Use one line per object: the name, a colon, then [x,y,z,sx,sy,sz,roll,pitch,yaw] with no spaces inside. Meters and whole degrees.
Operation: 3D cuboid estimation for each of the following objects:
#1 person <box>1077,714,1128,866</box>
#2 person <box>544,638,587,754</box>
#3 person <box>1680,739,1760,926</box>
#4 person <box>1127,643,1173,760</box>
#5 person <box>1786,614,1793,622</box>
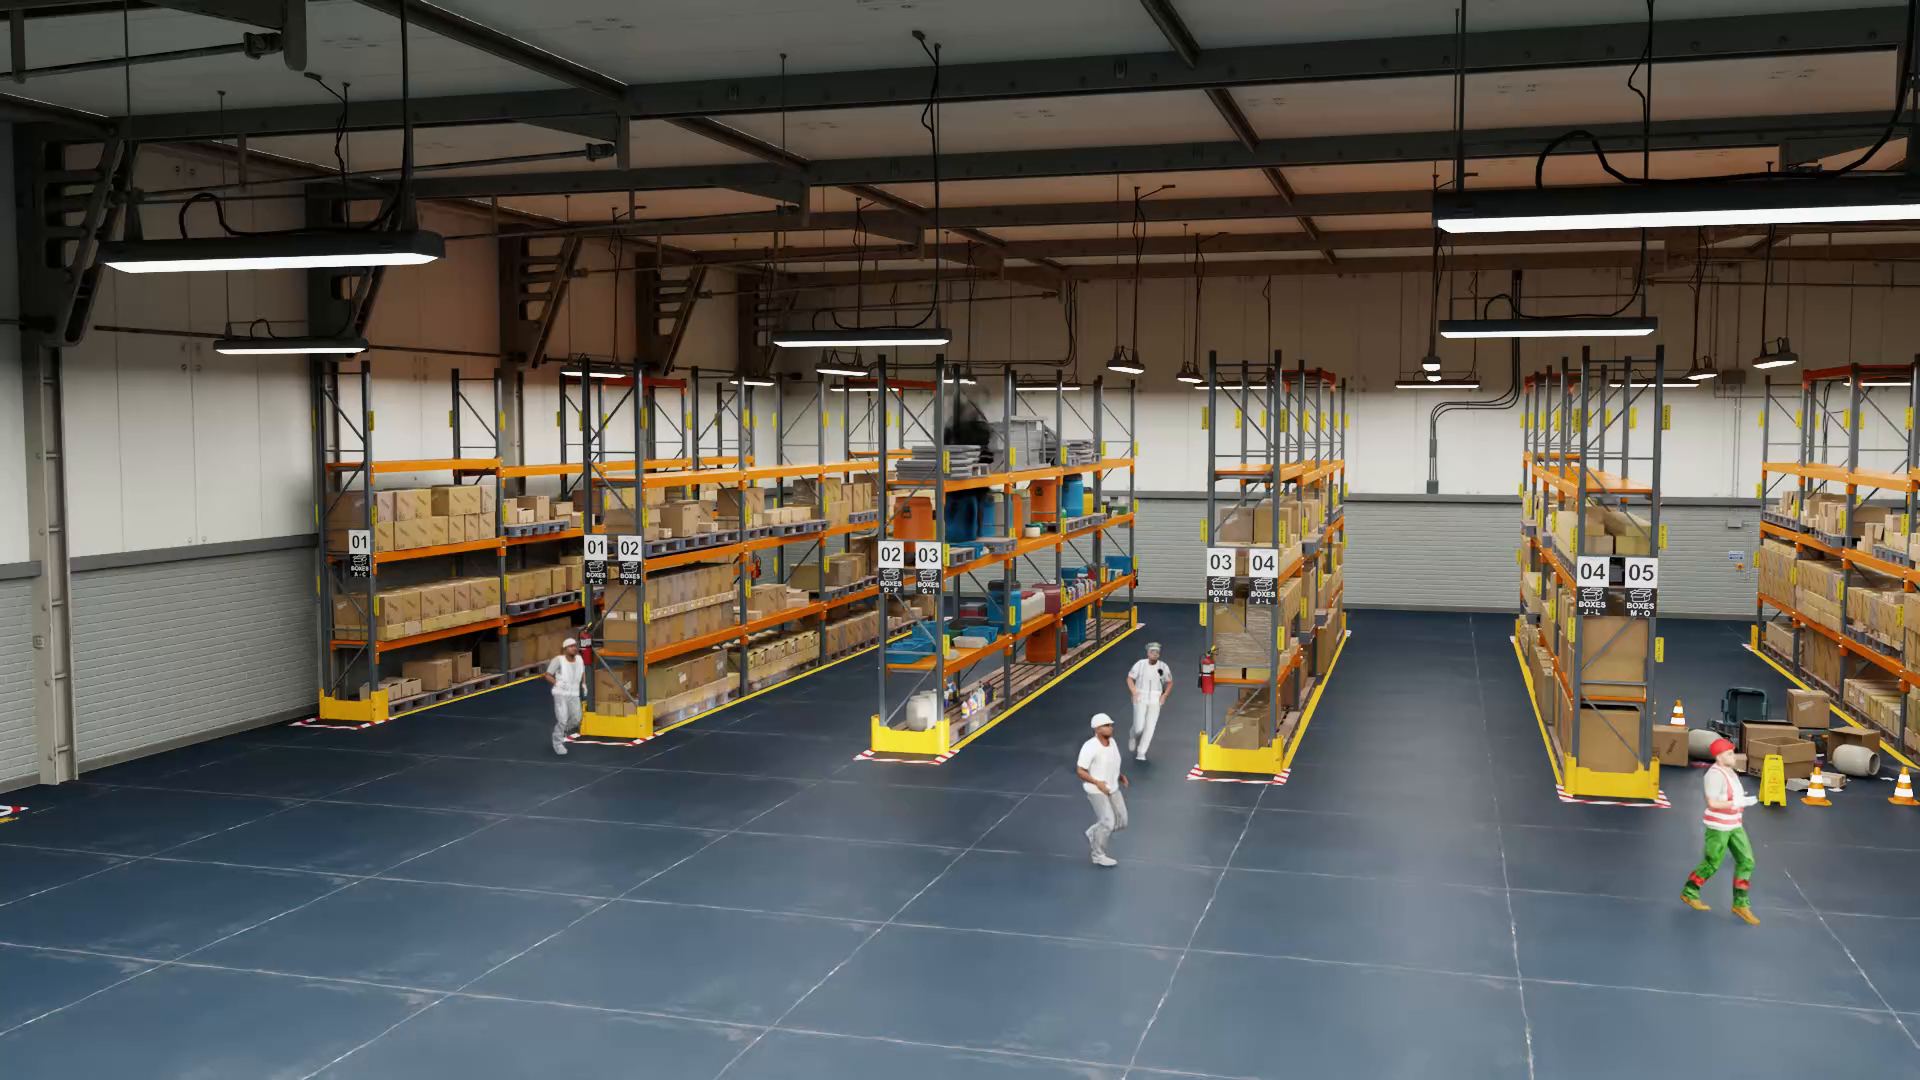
person: [1.602,2.802,18.713,0.576,1.721,0.679,4,5,42]
person: [-5.938,2.345,25.193,0.725,1.721,0.637,-4,5,-42]
person: [7.634,2.903,16.671,0.614,1.832,0.765,-3,5,-38]
person: [2.829,2.371,24.701,0.680,1.728,0.630,0,4,0]
person: [18.872,1.504,37.535,0.763,1.618,1.104,-2,5,-29]
